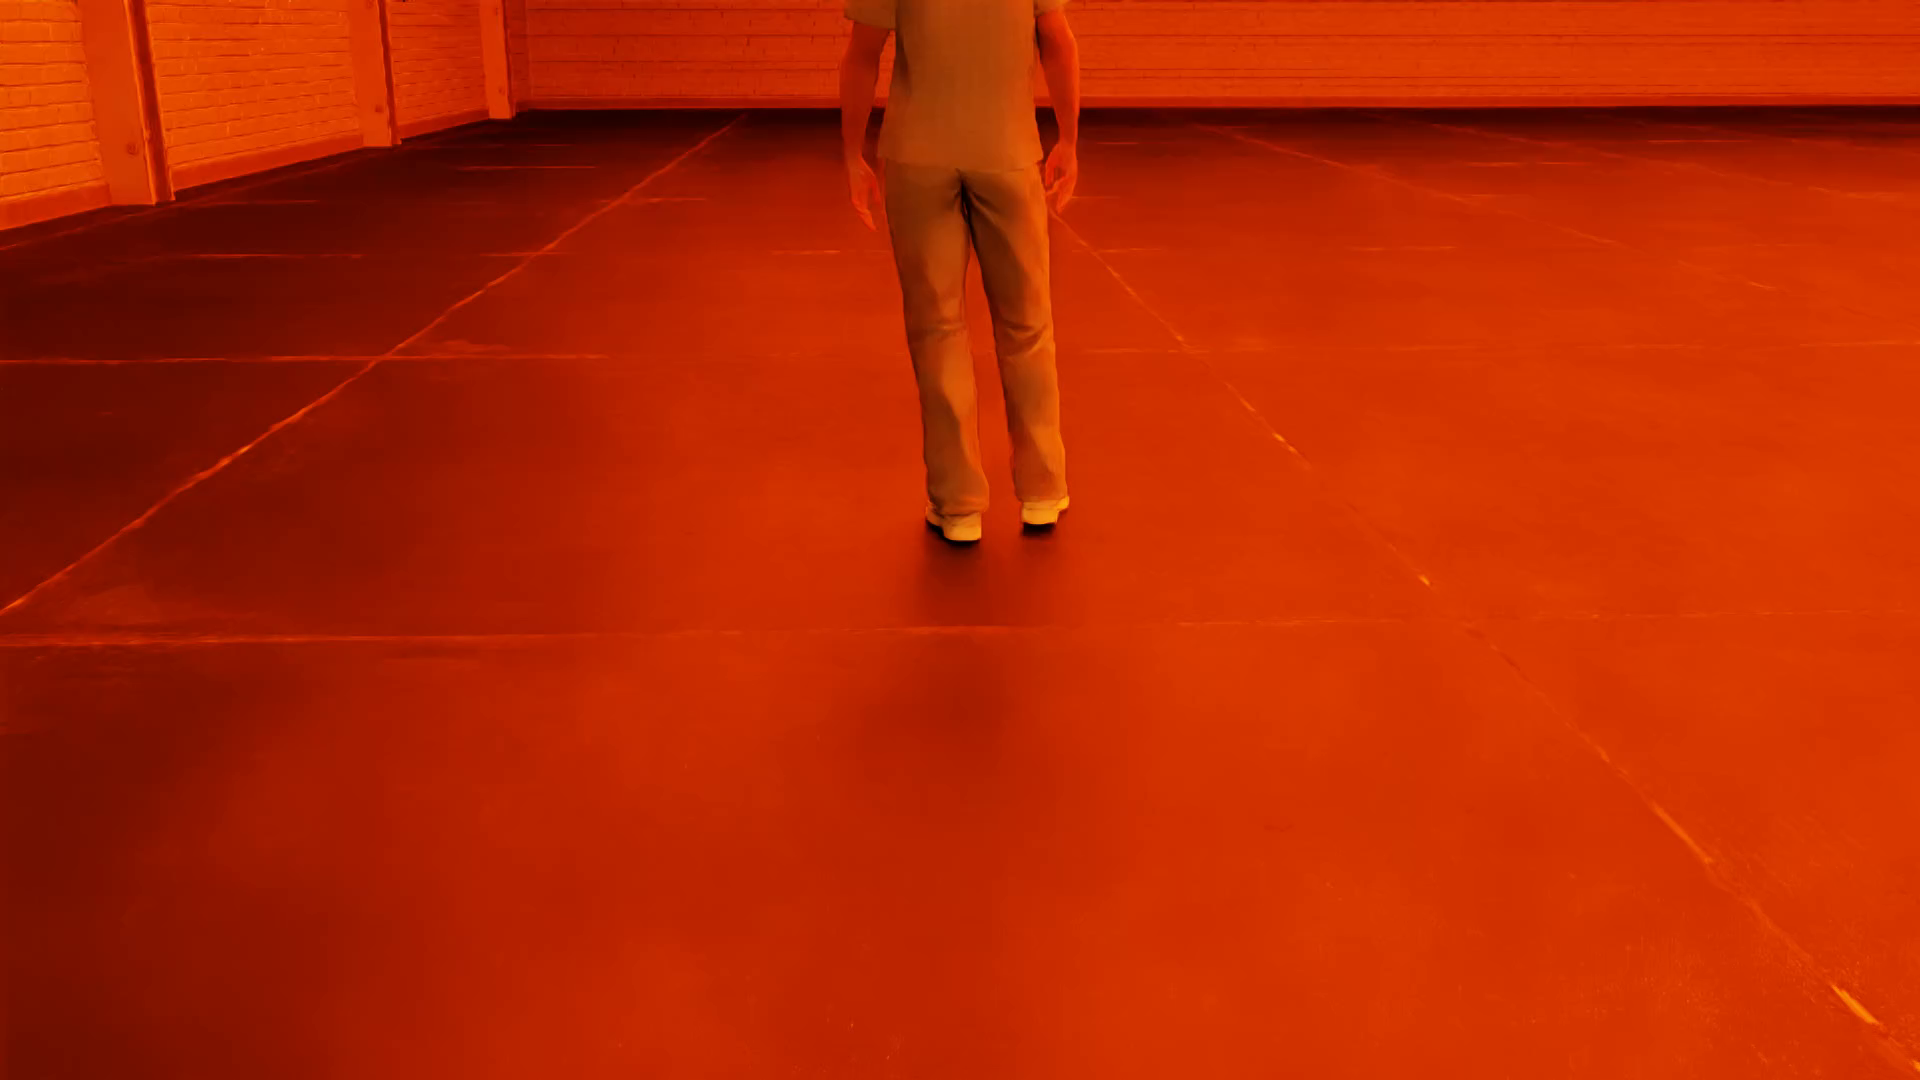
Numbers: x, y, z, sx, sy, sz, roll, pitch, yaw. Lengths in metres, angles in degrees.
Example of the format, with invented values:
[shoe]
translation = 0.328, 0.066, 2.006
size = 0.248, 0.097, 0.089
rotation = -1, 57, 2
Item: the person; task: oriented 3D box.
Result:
[person]
translation = 0.009, -0.830, 3.742
size = 0.550, 1.674, 0.548
rotation = -1, 17, -3
